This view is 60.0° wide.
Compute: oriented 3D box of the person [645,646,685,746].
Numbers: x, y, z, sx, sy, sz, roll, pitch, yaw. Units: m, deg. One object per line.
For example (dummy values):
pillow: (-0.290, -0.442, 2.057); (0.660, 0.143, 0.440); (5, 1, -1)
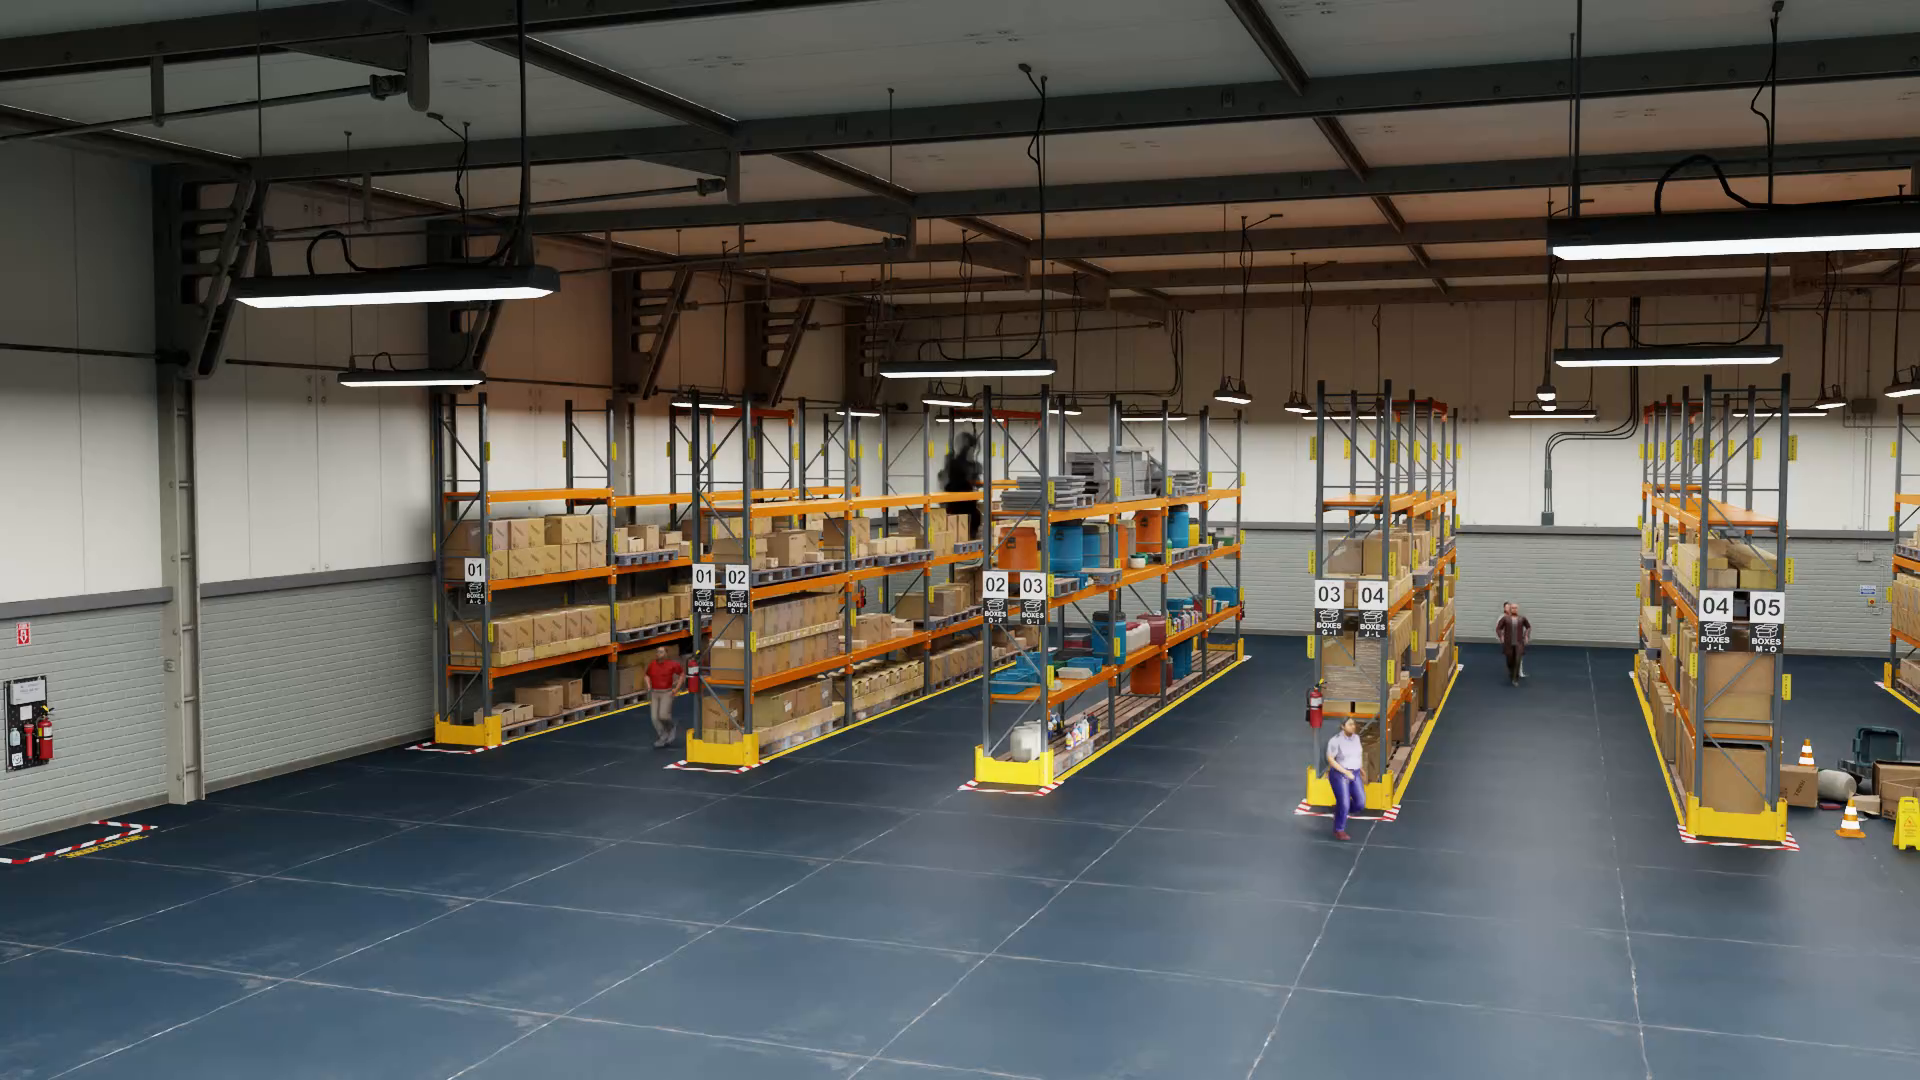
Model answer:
person: (-5.056, 2.648, 28.184); (0.706, 1.694, 0.547); (1, 3, 17)

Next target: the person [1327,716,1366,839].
person: (5.012, 3.068, 21.517); (0.593, 1.601, 0.560); (-2, 3, -27)

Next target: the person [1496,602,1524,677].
person: (12.301, 2.201, 37.242); (0.595, 1.635, 0.929); (0, 3, 9)

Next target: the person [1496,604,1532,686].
person: (11.914, 2.245, 35.767); (0.730, 1.759, 0.731); (1, 3, 16)
